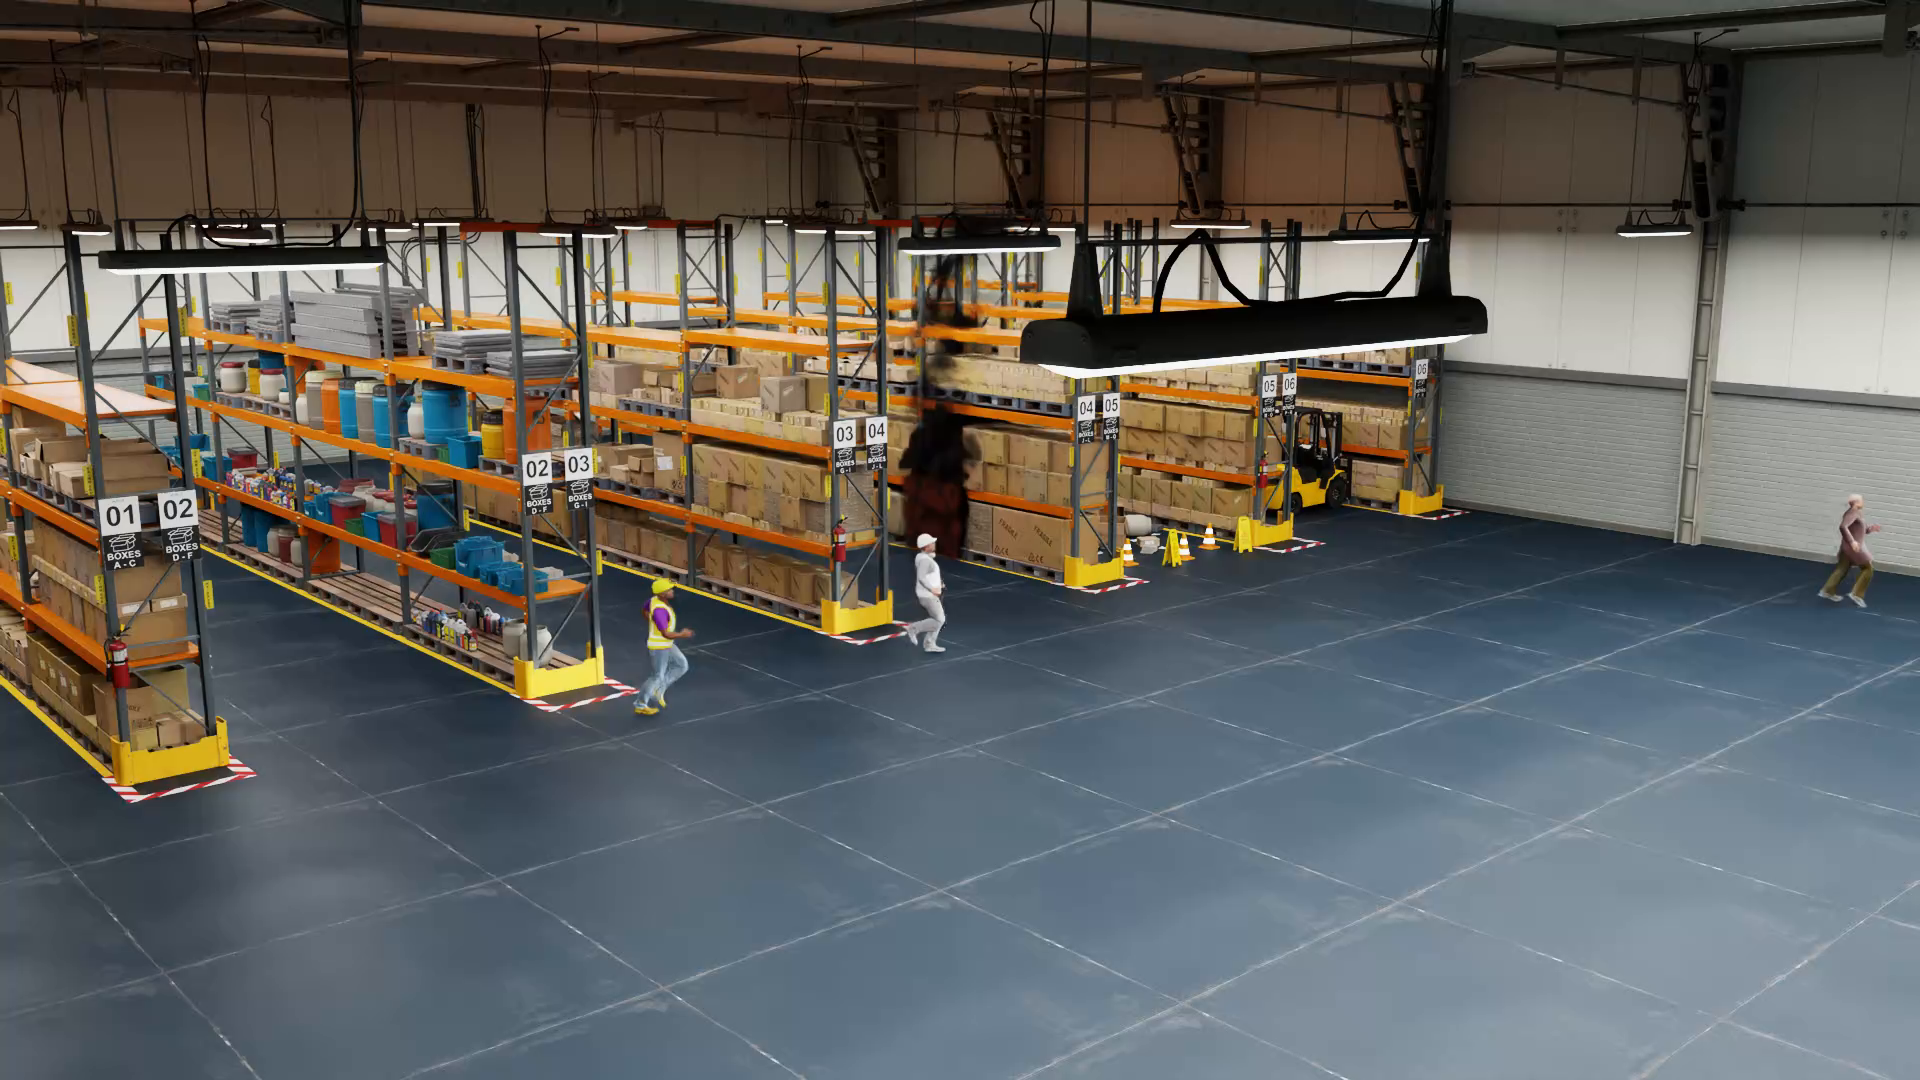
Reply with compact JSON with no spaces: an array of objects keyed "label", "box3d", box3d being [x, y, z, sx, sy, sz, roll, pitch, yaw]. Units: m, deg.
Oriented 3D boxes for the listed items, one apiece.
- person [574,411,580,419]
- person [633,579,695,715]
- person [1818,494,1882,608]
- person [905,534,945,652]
[{"label":"person","box3d":[-9.547,-2.617,40.758,0.555,1.589,0.666,-6,13,-28]},{"label":"person","box3d":[-3.727,1.316,20.909,0.797,1.715,0.725,-1,11,-7]},{"label":"person","box3d":[14.225,0.177,26.524,0.825,1.842,0.668,2,12,10]},{"label":"person","box3d":[-0.497,0.763,23.774,0.597,1.732,0.661,-1,11,-6]}]
